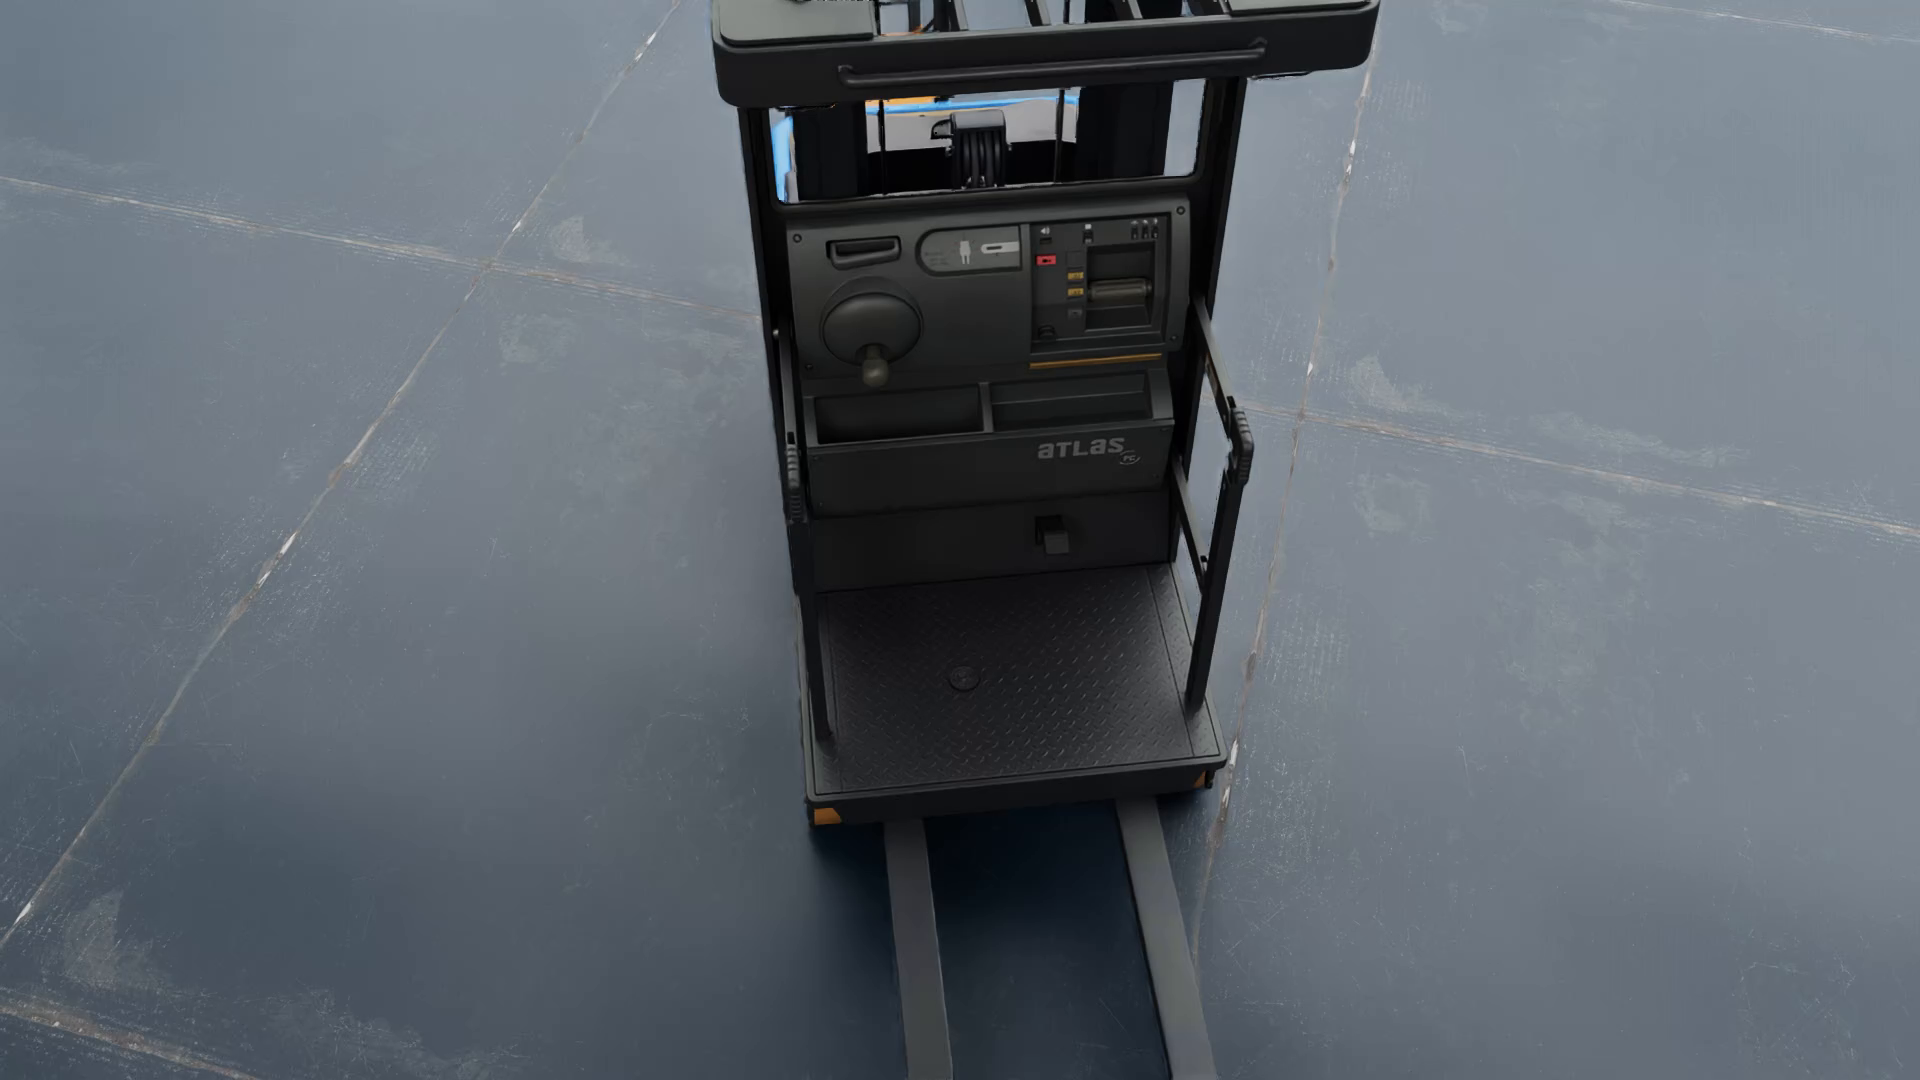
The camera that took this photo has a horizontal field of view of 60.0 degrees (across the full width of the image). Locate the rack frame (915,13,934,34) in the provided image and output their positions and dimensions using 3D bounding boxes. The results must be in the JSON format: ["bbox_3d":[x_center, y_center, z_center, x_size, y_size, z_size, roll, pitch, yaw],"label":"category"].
[{"bbox_3d":[-0.286,-1.154,5.268,0.475,1.308,0.013,-5,49,-4],"label":"rack frame"}]

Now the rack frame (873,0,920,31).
[{"bbox_3d":[-0.394,-1.912,5.937,0.500,1.500,0.032,-5,49,-4],"label":"rack frame"}]

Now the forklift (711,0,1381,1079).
[{"bbox_3d":[0.099,-0.474,3.713,1.130,2.935,3.031,-5,49,-4],"label":"forklift"}]

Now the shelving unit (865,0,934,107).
[{"bbox_3d":[-0.338,-1.526,5.597,0.587,1.500,1.083,-5,49,-4],"label":"shelving unit"}]

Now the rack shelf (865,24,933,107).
[{"bbox_3d":[-0.339,-1.414,5.737,0.538,0.185,1.000,-5,49,-4],"label":"rack shelf"}]
